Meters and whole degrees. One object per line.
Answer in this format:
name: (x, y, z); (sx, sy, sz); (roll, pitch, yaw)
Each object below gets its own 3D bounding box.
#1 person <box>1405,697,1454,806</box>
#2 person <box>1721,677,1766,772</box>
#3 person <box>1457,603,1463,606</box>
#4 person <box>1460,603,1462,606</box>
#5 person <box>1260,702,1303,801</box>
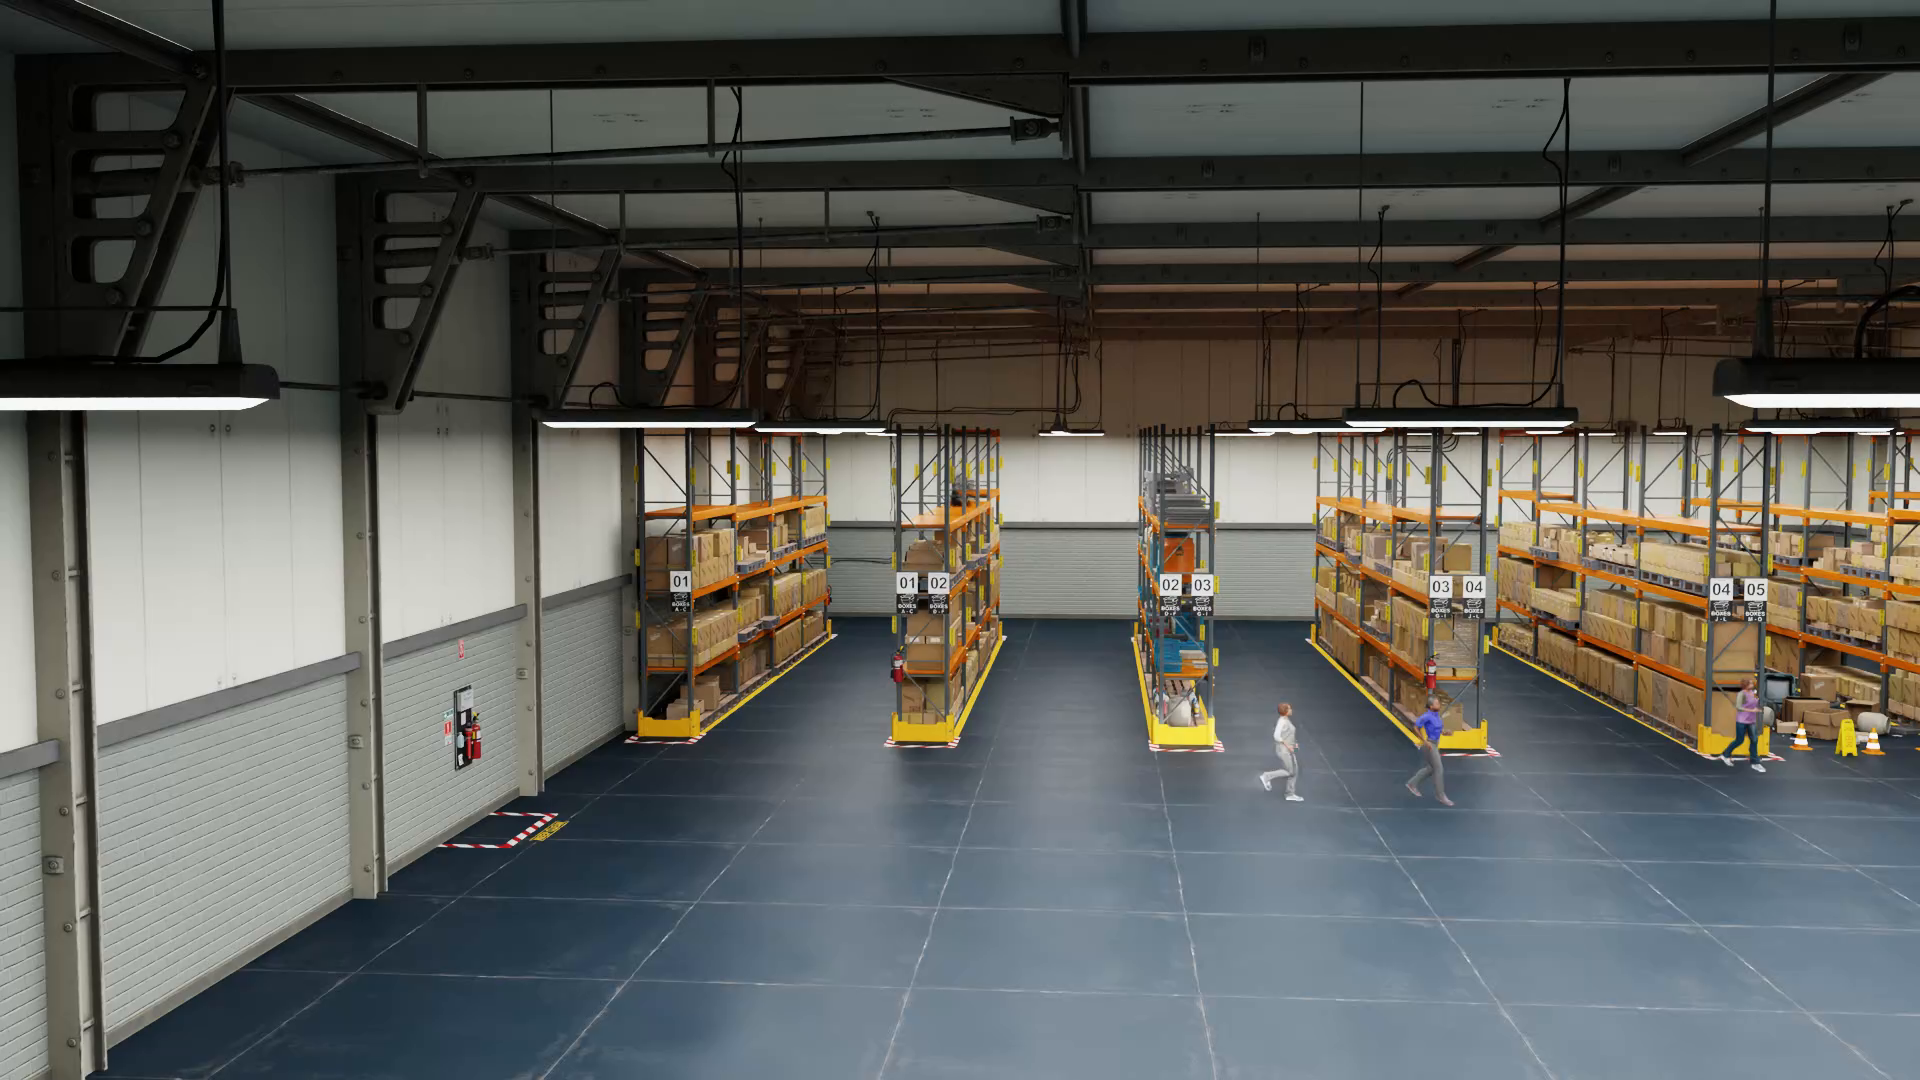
person: (7.410, 3.299, 26.195); (0.791, 1.680, 0.574); (2, 4, 33)
person: (13.536, 3.153, 28.675); (0.546, 1.601, 0.796); (-2, 4, -31)
person: (13.670, 2.080, 46.184); (0.738, 1.673, 0.707); (2, 4, 26)
person: (13.894, 2.076, 46.656); (0.837, 1.636, 0.635); (-2, 4, -35)
person: (5.106, 3.348, 26.297); (0.679, 1.533, 0.554); (1, 4, 21)
